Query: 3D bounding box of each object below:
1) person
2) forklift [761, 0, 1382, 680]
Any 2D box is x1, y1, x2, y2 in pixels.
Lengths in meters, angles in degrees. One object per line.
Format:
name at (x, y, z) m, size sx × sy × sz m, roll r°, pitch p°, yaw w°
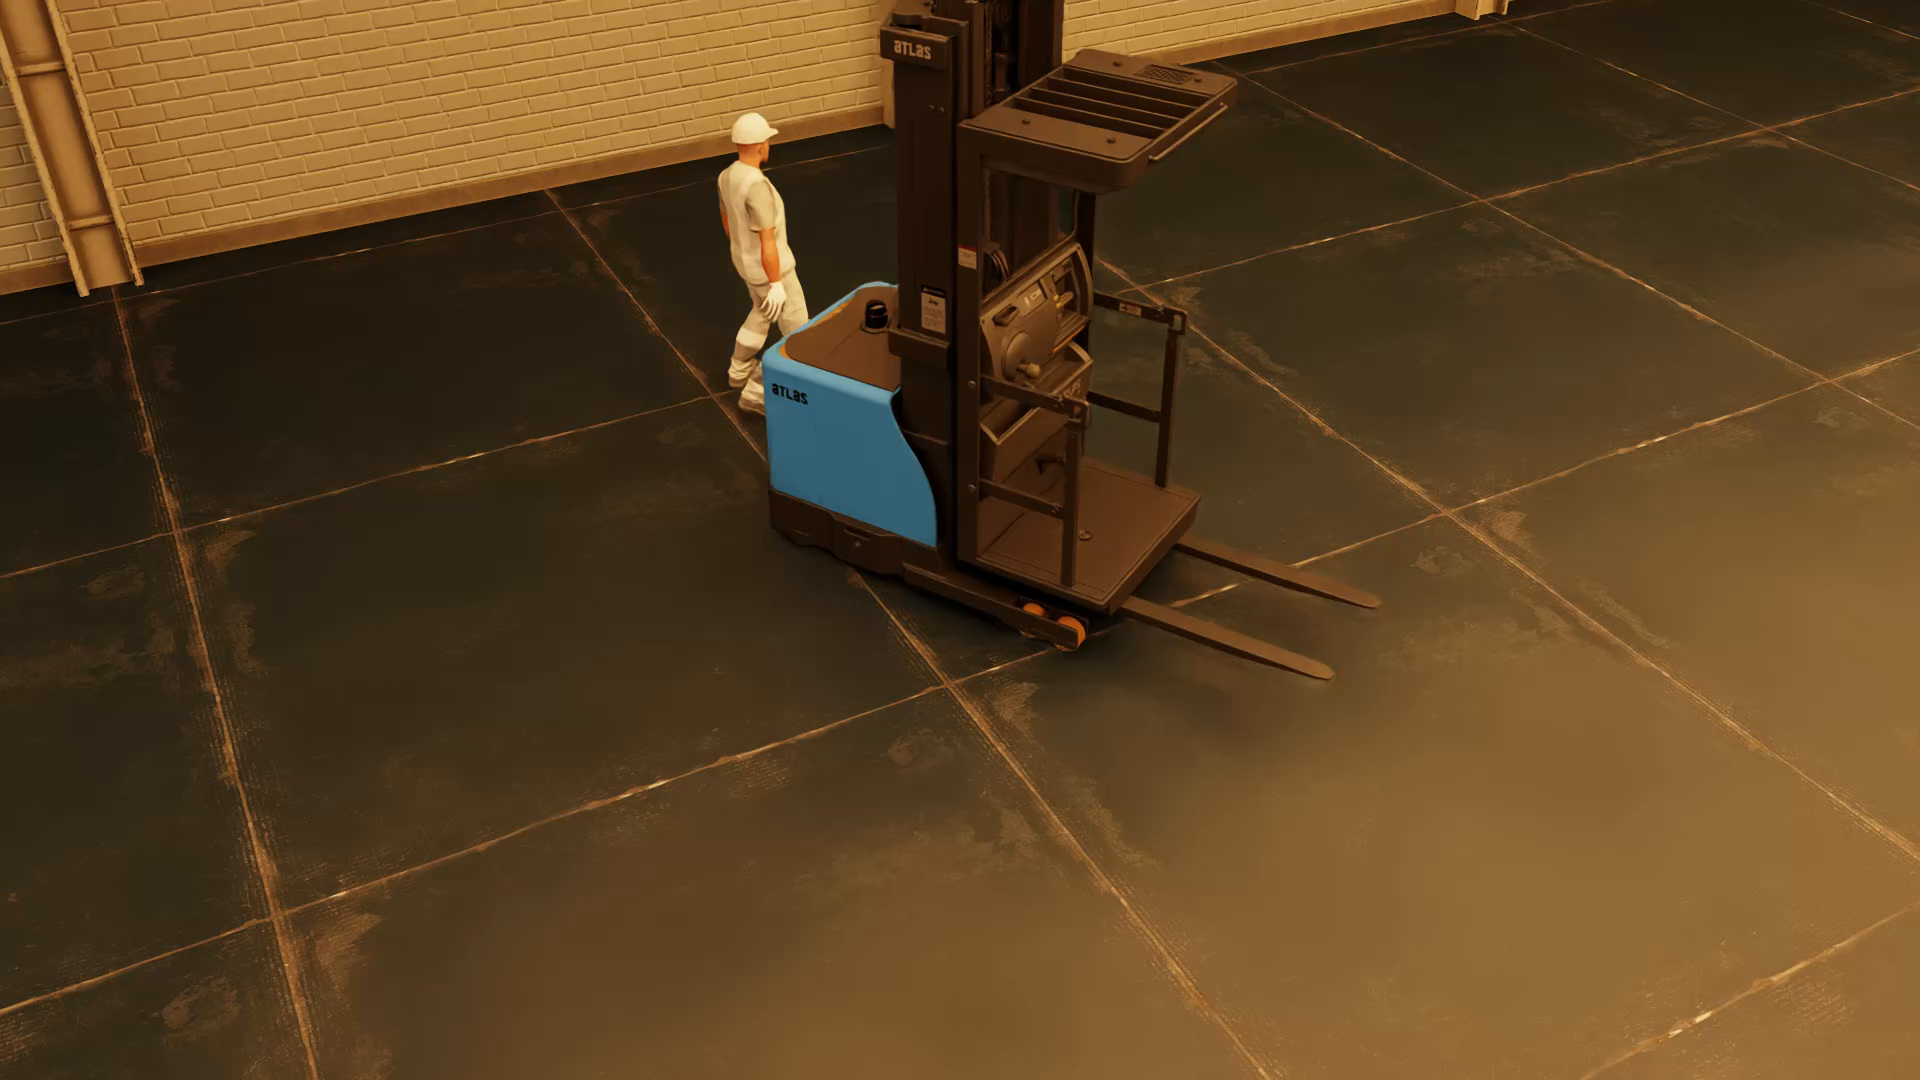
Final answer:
person at (-1.135, -1.527, 9.352) m, size 0.469 × 1.695 × 0.907 m, roll -15°, pitch 38°, yaw -21°
forklift at (0.534, -1.017, 7.562) m, size 3.031 × 2.935 × 1.130 m, roll 20°, pitch 40°, yaw 25°
